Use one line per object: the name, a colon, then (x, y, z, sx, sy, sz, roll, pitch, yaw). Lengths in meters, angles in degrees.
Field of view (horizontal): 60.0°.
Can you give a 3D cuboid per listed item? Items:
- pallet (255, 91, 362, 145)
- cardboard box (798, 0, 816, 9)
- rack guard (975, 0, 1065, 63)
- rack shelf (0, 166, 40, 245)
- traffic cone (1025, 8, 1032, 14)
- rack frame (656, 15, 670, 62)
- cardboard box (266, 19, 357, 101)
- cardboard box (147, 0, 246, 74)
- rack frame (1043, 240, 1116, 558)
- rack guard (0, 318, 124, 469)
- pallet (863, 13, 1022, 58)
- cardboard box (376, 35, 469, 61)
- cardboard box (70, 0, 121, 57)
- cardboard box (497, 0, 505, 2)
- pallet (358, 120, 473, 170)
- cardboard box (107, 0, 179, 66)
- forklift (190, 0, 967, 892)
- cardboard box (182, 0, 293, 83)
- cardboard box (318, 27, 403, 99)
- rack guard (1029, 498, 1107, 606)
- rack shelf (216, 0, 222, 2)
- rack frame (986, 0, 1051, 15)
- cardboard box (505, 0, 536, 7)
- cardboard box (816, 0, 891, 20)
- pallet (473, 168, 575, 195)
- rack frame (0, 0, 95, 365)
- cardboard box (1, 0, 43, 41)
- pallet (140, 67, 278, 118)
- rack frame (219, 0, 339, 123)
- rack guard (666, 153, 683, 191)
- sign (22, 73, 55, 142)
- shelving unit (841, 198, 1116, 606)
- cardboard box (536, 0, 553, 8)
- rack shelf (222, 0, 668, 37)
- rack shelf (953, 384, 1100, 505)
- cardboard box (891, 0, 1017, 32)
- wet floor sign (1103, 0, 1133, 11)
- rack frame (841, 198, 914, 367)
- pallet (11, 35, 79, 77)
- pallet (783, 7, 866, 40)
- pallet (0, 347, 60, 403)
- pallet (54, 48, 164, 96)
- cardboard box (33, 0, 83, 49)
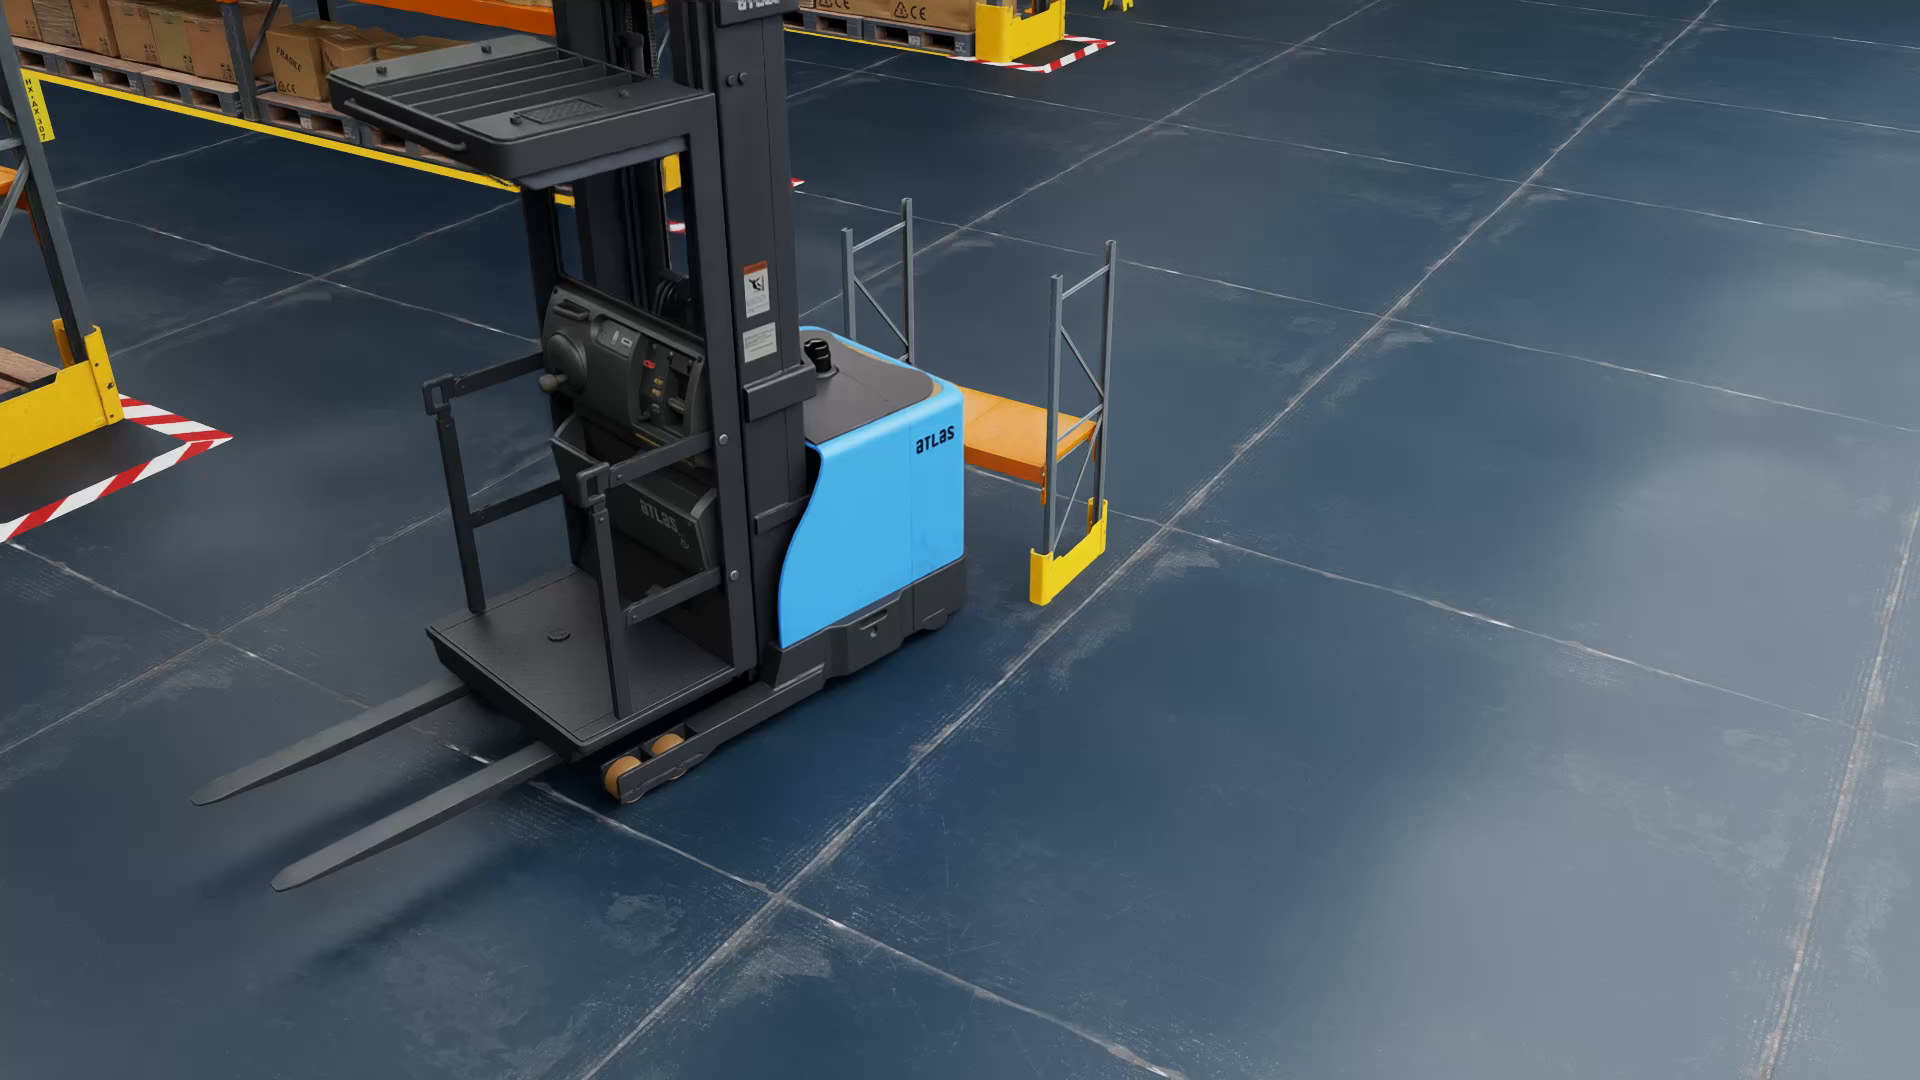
pallet: (-4.969, -3.568, 13.657, 1.213, 0.211, 1.003, 18, 35, 27)
cardboard box: (-1.573, -5.853, 16.497, 0.875, 0.875, 0.875, 18, 35, 28)
rack guard: (0.574, -4.869, 15.601, 0.348, 0.500, 1.175, 18, 35, 27)
rack shelf: (-6.495, -1.977, 8.876, 4.000, 0.370, 1.077, 18, 35, 27)
traffic cone: (0.859, -5.608, 16.904, 0.334, 0.463, 0.336, 18, 35, 27)
rack frame: (-2.168, -3.866, 11.400, 0.127, 3.000, 1.000, 18, 35, 27)
cardboard box: (-5.239, -3.915, 13.548, 0.500, 0.500, 0.500, 16, 34, 26)
cardboard box: (-6.459, -4.357, 14.286, 0.500, 0.500, 0.700, 17, 34, 27)
rack frame: (0.503, -0.489, 7.099, 0.032, 1.500, 0.500, 18, 35, 27)
rack guard: (-4.891, -0.672, 8.406, 0.348, 0.500, 1.175, 18, 35, 27)
pallet: (-0.165, -4.932, 15.994, 1.213, 0.211, 1.003, 18, 35, 27)
cardboard box: (-4.182, -3.632, 13.062, 0.500, 0.500, 0.500, 14, 33, 23)
cardboard box: (-7.406, -4.656, 14.799, 0.500, 0.500, 0.700, 21, 36, 31)
cardboard box: (-3.174, -3.931, 11.761, 0.250, 0.149, 0.380, 18, 35, 27)
pallet: (-3.931, -3.242, 13.097, 1.213, 0.211, 1.003, 18, 35, 27)
cardboard box: (-6.933, -4.507, 14.543, 0.500, 0.500, 0.700, 14, 33, 23)
forklift: (-1.368, -0.597, 5.865, 3.031, 2.935, 1.130, -27, 39, -38)
cardboard box: (-6.065, -4.221, 14.053, 0.500, 0.500, 0.700, 15, 33, 24)
cardboard box: (-4.750, -3.765, 13.290, 0.500, 0.500, 0.500, -23, 37, -33)
rack guard: (0.486, 0.046, 7.423, 0.087, 0.250, 0.587, 18, 35, 27)
rack shelf: (-7.250, -5.162, 14.336, 4.000, 0.370, 1.077, 18, 35, 27)
rack frame: (0.554, -5.956, 14.982, 0.127, 3.000, 1.000, 18, 35, 27)
cardboard box: (-2.970, -3.858, 11.635, 0.250, 0.149, 0.380, 18, 35, 27)
cardboard box: (-0.802, -5.608, 16.077, 0.875, 0.875, 0.875, 17, 34, 27)
pallet: (-2.902, -2.914, 12.536, 1.213, 0.211, 1.003, 18, 35, 27)
rack frame: (-4.801, -1.752, 7.776, 0.127, 3.000, 1.000, 18, 35, 27)
cardboard box: (-8.366, -4.948, 15.299, 0.500, 0.500, 0.700, 16, 34, 25)
pallet: (-6.216, -3.941, 14.296, 1.213, 0.211, 1.003, 18, 35, 27)
rack frame: (-5.556, -4.937, 13.236, 0.127, 3.000, 1.000, 18, 35, 27)
rack guard: (-2.233, -2.806, 12.064, 0.348, 0.500, 1.175, 18, 35, 27)
sign: (-4.505, -2.105, 8.107, 0.005, 0.325, 0.100, 18, 35, 27)
shelving unit: (0.065, -0.627, 7.337, 1.083, 1.500, 0.587, 18, 35, 27)
cardboard box: (-2.731, -3.813, 11.558, 0.250, 0.149, 0.380, 18, 35, 27)
rack shelf: (-3.862, -4.091, 12.499, 4.000, 0.370, 1.077, 18, 35, 27)
rack shelf: (0.072, -0.470, 7.424, 1.000, 0.185, 0.538, 18, 35, 27)
cardboard box: (-0.055, -5.373, 15.674, 0.875, 0.875, 0.875, 18, 35, 28)
wet floor sign: (1.631, -5.776, 17.010, 0.232, 0.644, 0.267, 12, 32, 19)
rack frame: (-0.358, -0.761, 7.566, 0.032, 1.500, 0.500, 18, 35, 27)
pallet: (-8.283, -4.594, 15.416, 1.213, 0.211, 1.003, 18, 35, 27)
pallet: (-1.194, -5.259, 16.555, 1.213, 0.211, 1.003, 18, 35, 27)
pallet: (-5.576, -0.768, 8.856, 1.213, 0.211, 1.003, 18, 35, 27)
pallet: (-7.254, -4.267, 14.855, 1.213, 0.211, 1.003, 18, 35, 27)
cardboard box: (-7.889, -4.805, 15.054, 0.500, 0.500, 0.700, 15, 33, 23)
